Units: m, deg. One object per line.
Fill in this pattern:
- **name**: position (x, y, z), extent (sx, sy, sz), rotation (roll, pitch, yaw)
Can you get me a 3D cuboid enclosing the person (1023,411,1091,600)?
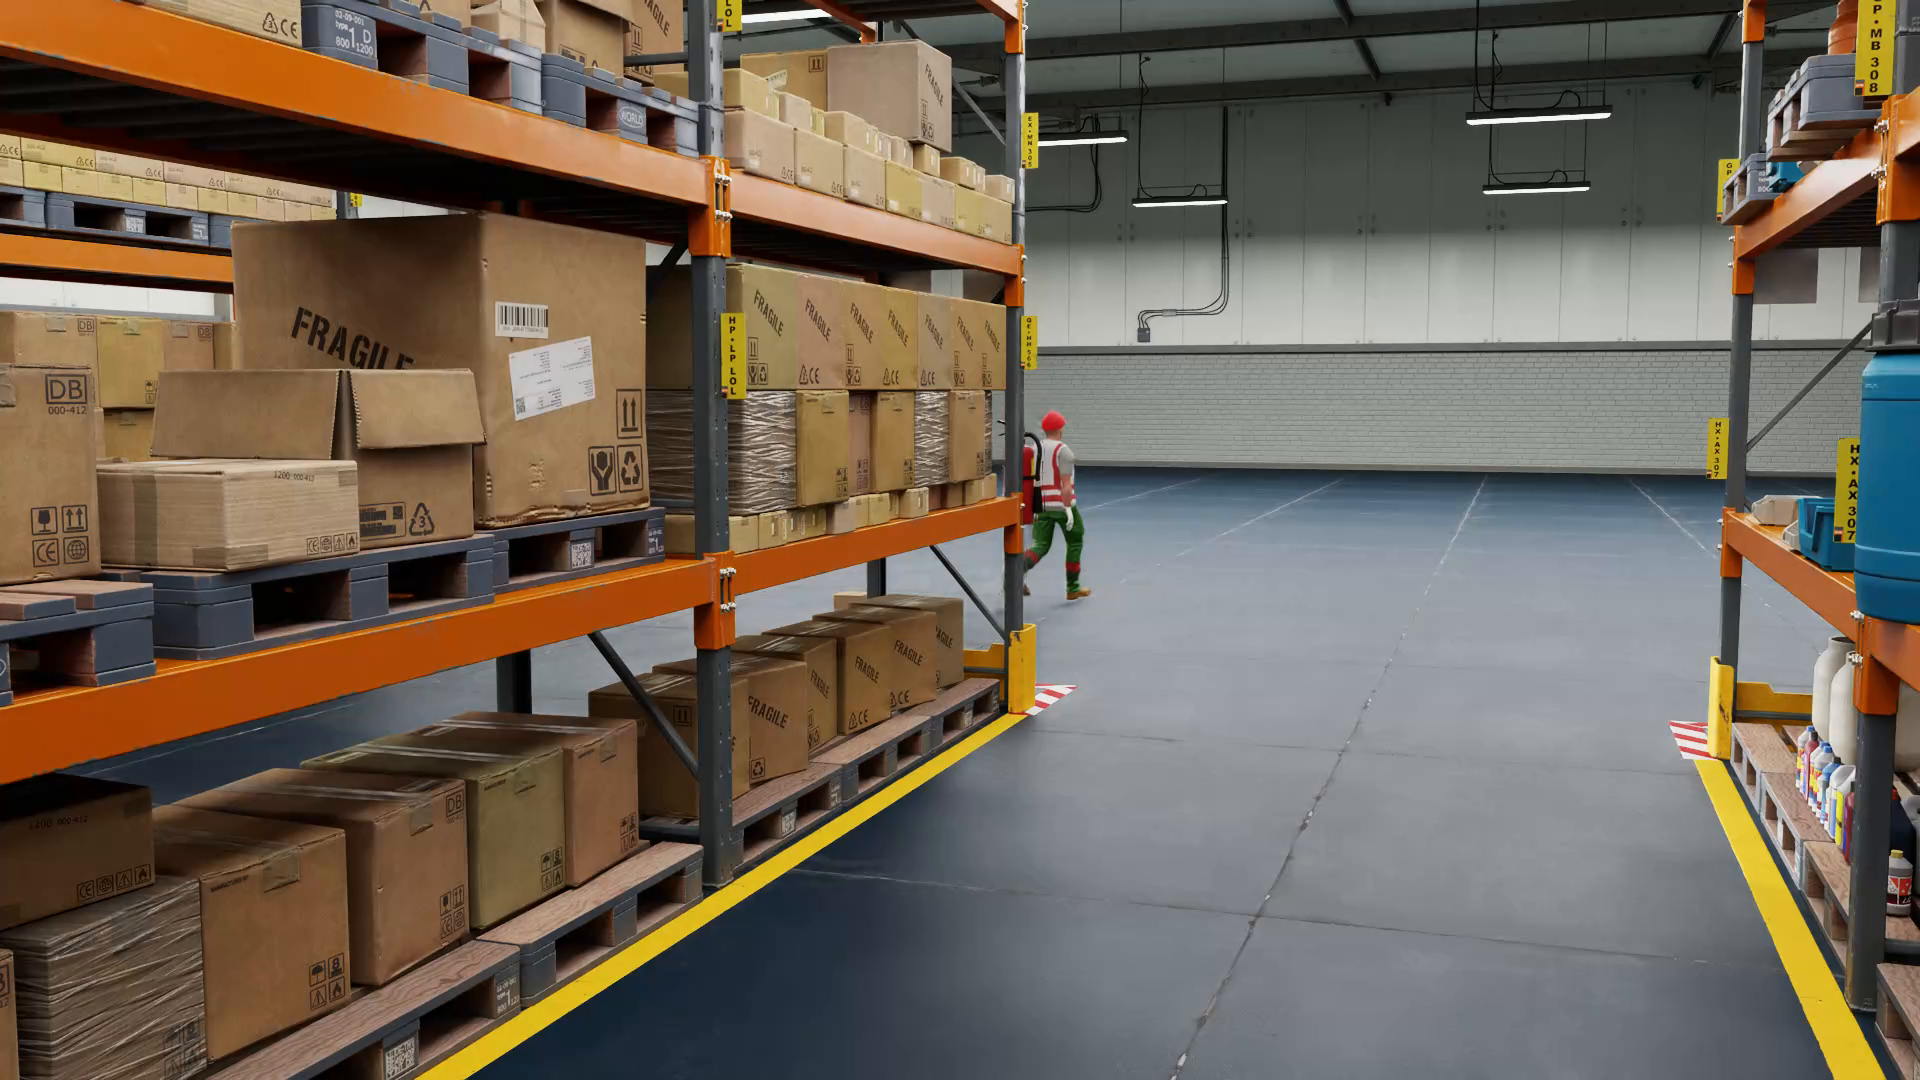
- **person**: position (0.837, -0.308, 15.236), extent (0.579, 1.750, 0.957), rotation (4, 7, 39)
